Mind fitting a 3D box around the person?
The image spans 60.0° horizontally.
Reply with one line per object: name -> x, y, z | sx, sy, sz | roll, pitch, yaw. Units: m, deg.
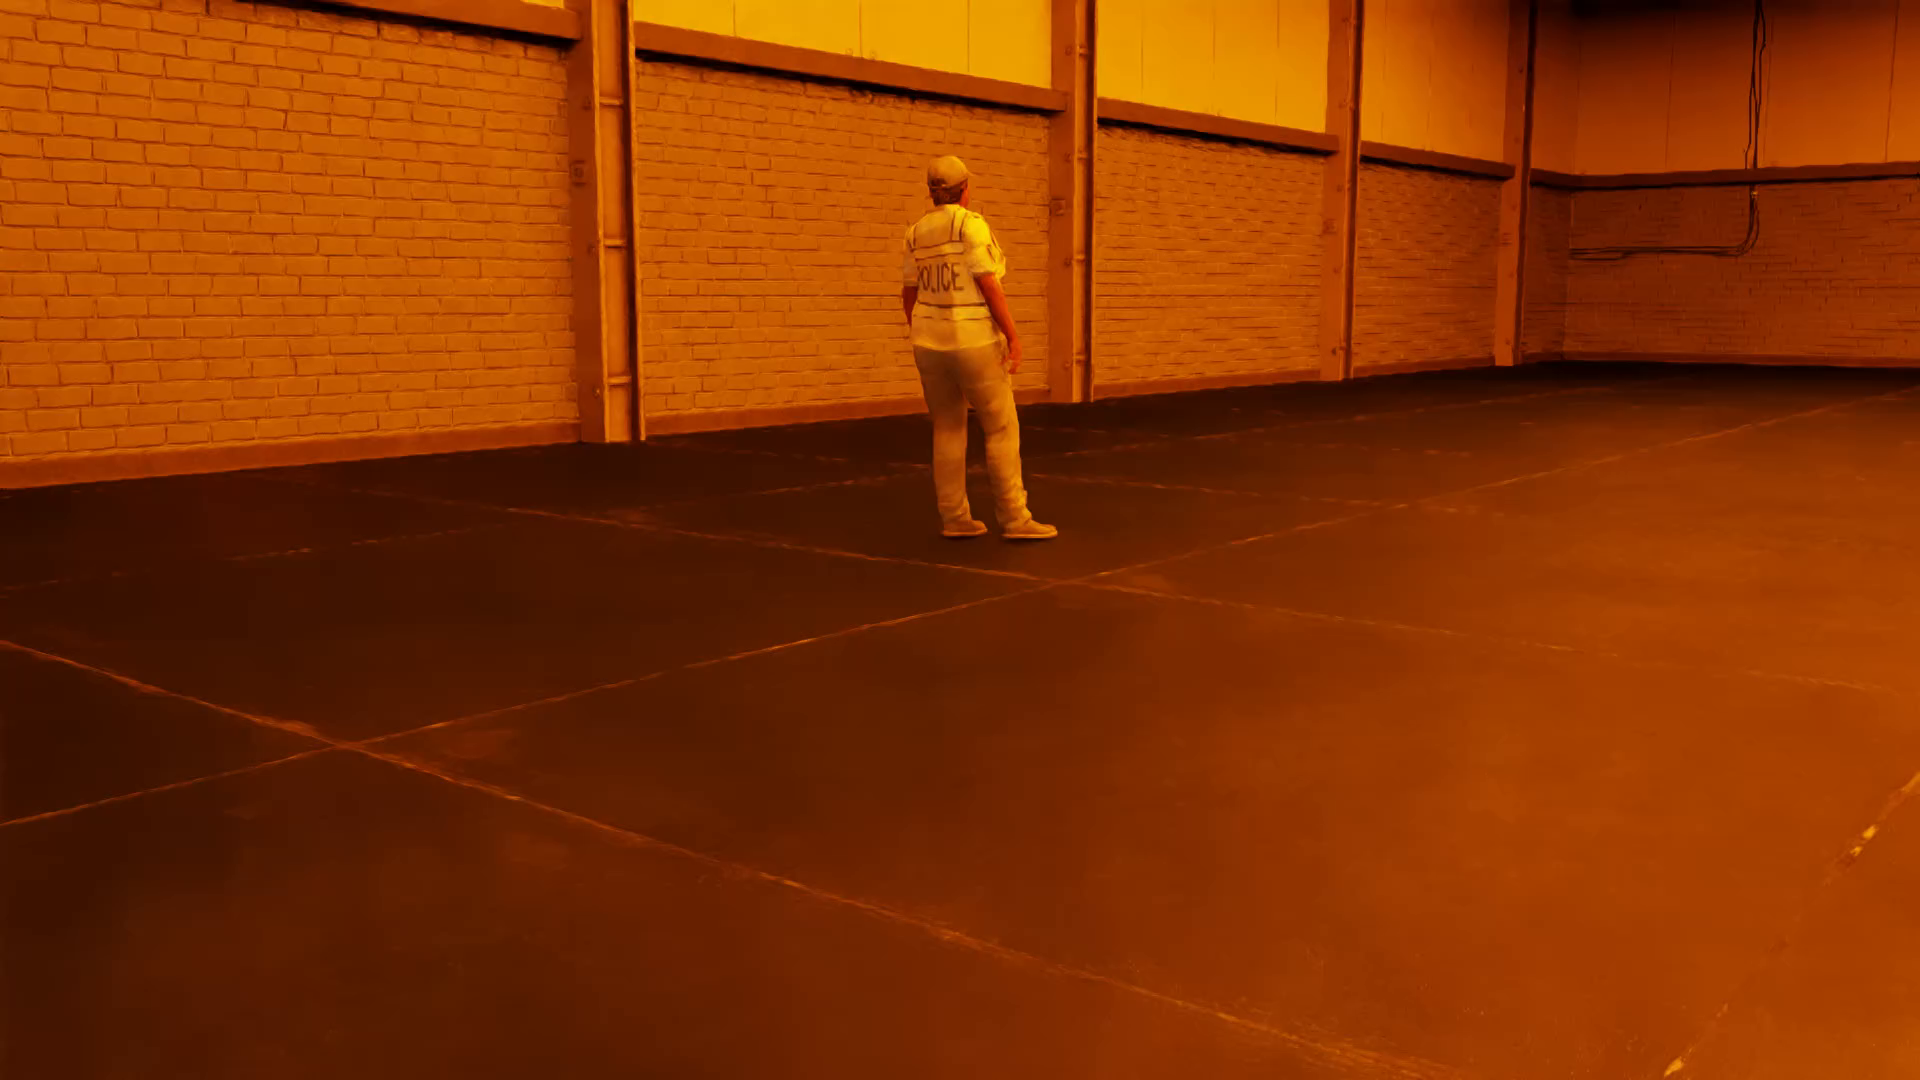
person -> 0.066, -0.838, 7.328 | 0.598, 1.669, 0.529 | 7, 11, 38
